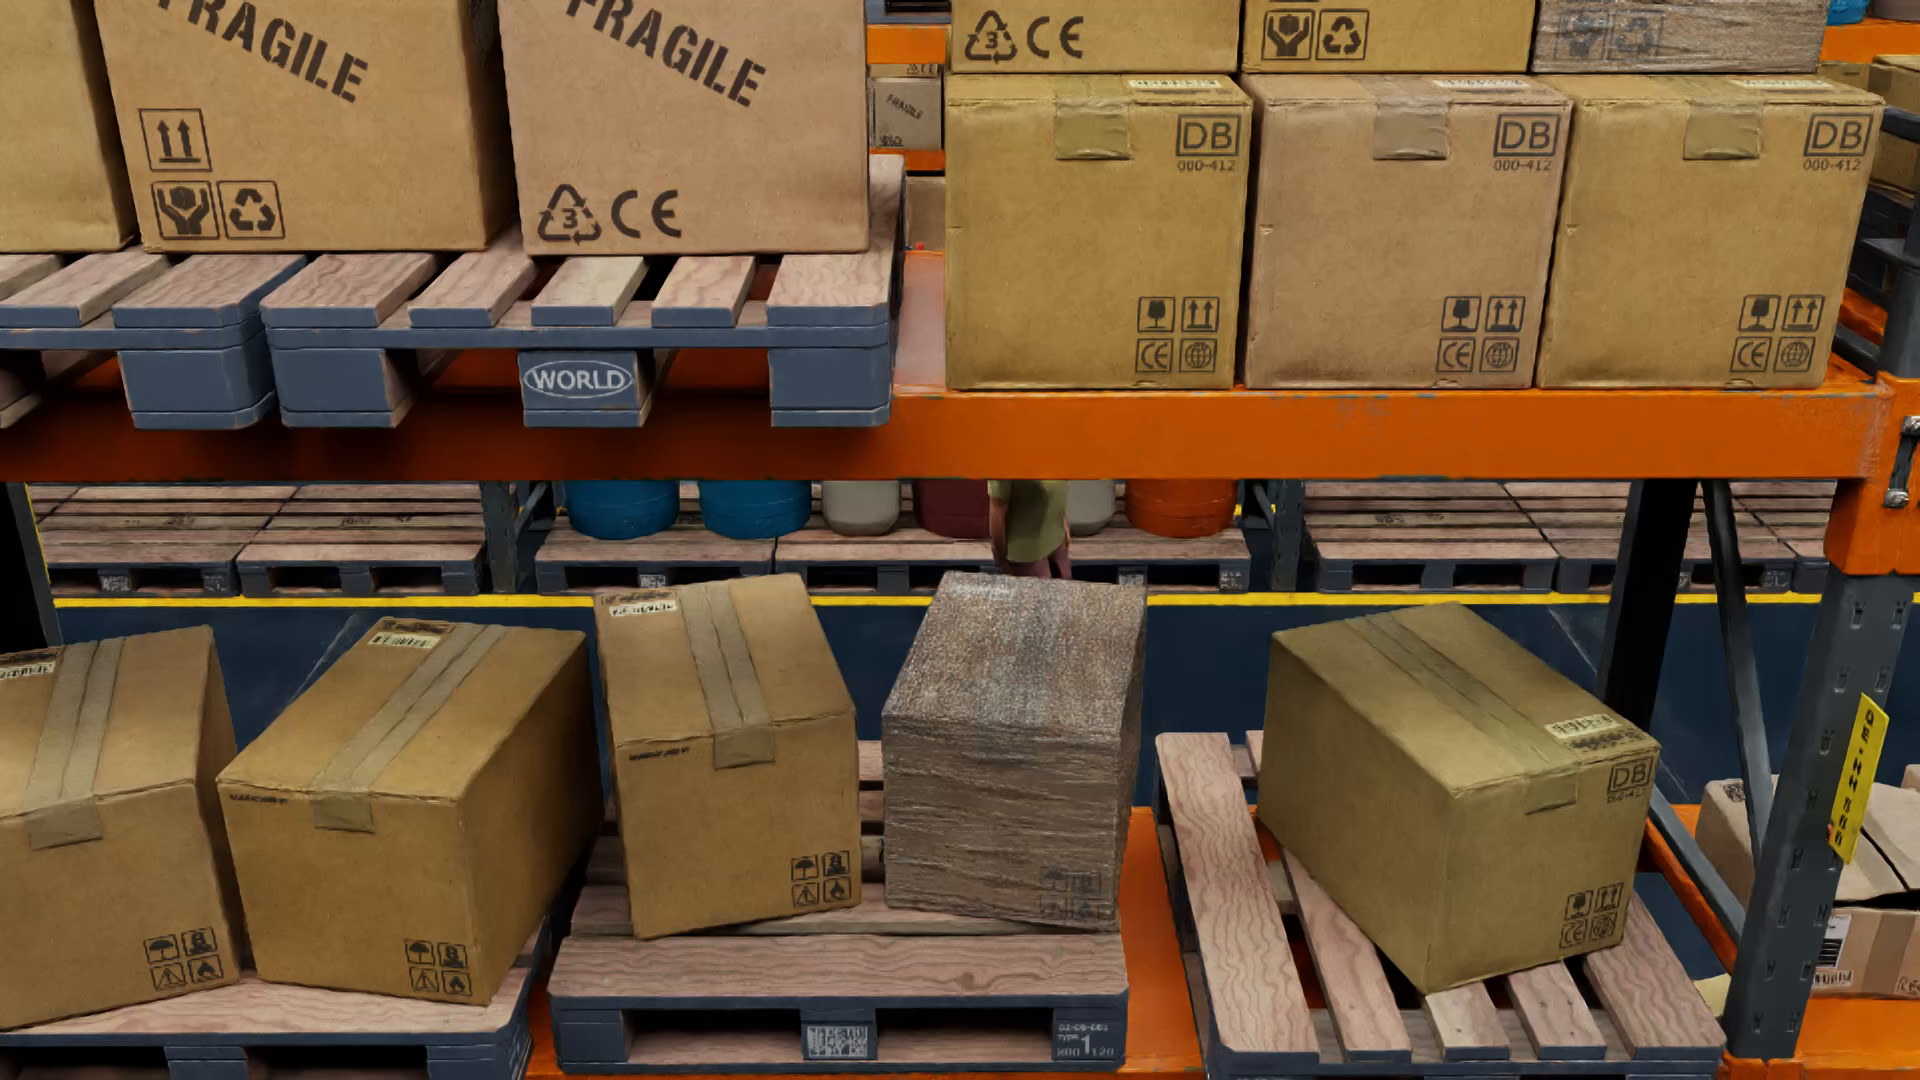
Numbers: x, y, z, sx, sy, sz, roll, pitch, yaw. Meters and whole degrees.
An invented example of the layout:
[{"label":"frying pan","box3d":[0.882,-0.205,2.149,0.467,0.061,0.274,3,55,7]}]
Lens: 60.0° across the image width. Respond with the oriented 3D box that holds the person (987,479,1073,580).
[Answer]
[{"label":"person","box3d":[0.242,0.025,7.061,0.683,1.639,0.498,13,27,27]}]
